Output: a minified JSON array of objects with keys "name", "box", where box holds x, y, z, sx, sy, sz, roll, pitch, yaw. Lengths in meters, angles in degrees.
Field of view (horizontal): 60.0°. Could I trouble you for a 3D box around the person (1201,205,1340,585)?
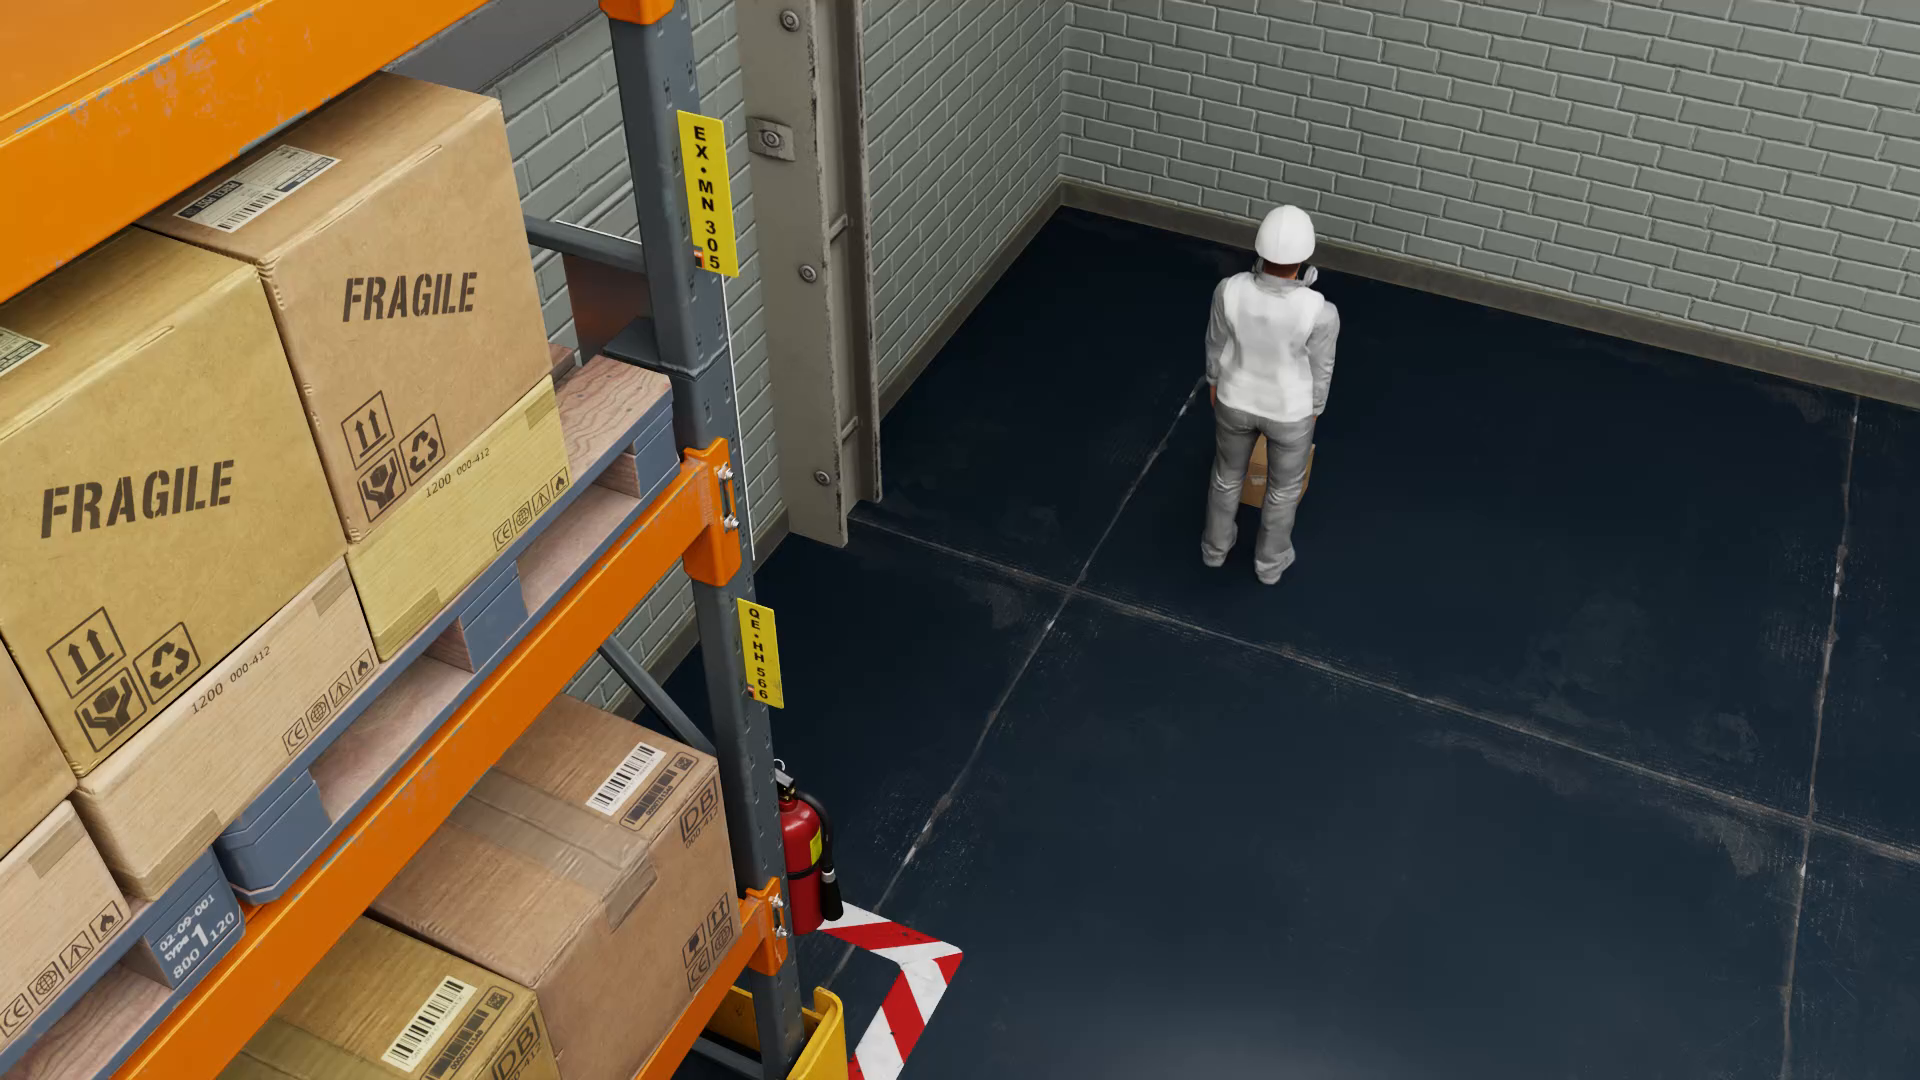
[{"name":"person","box":[1.243,-0.587,6.803,0.531,1.770,0.357,18,45,19]}]
